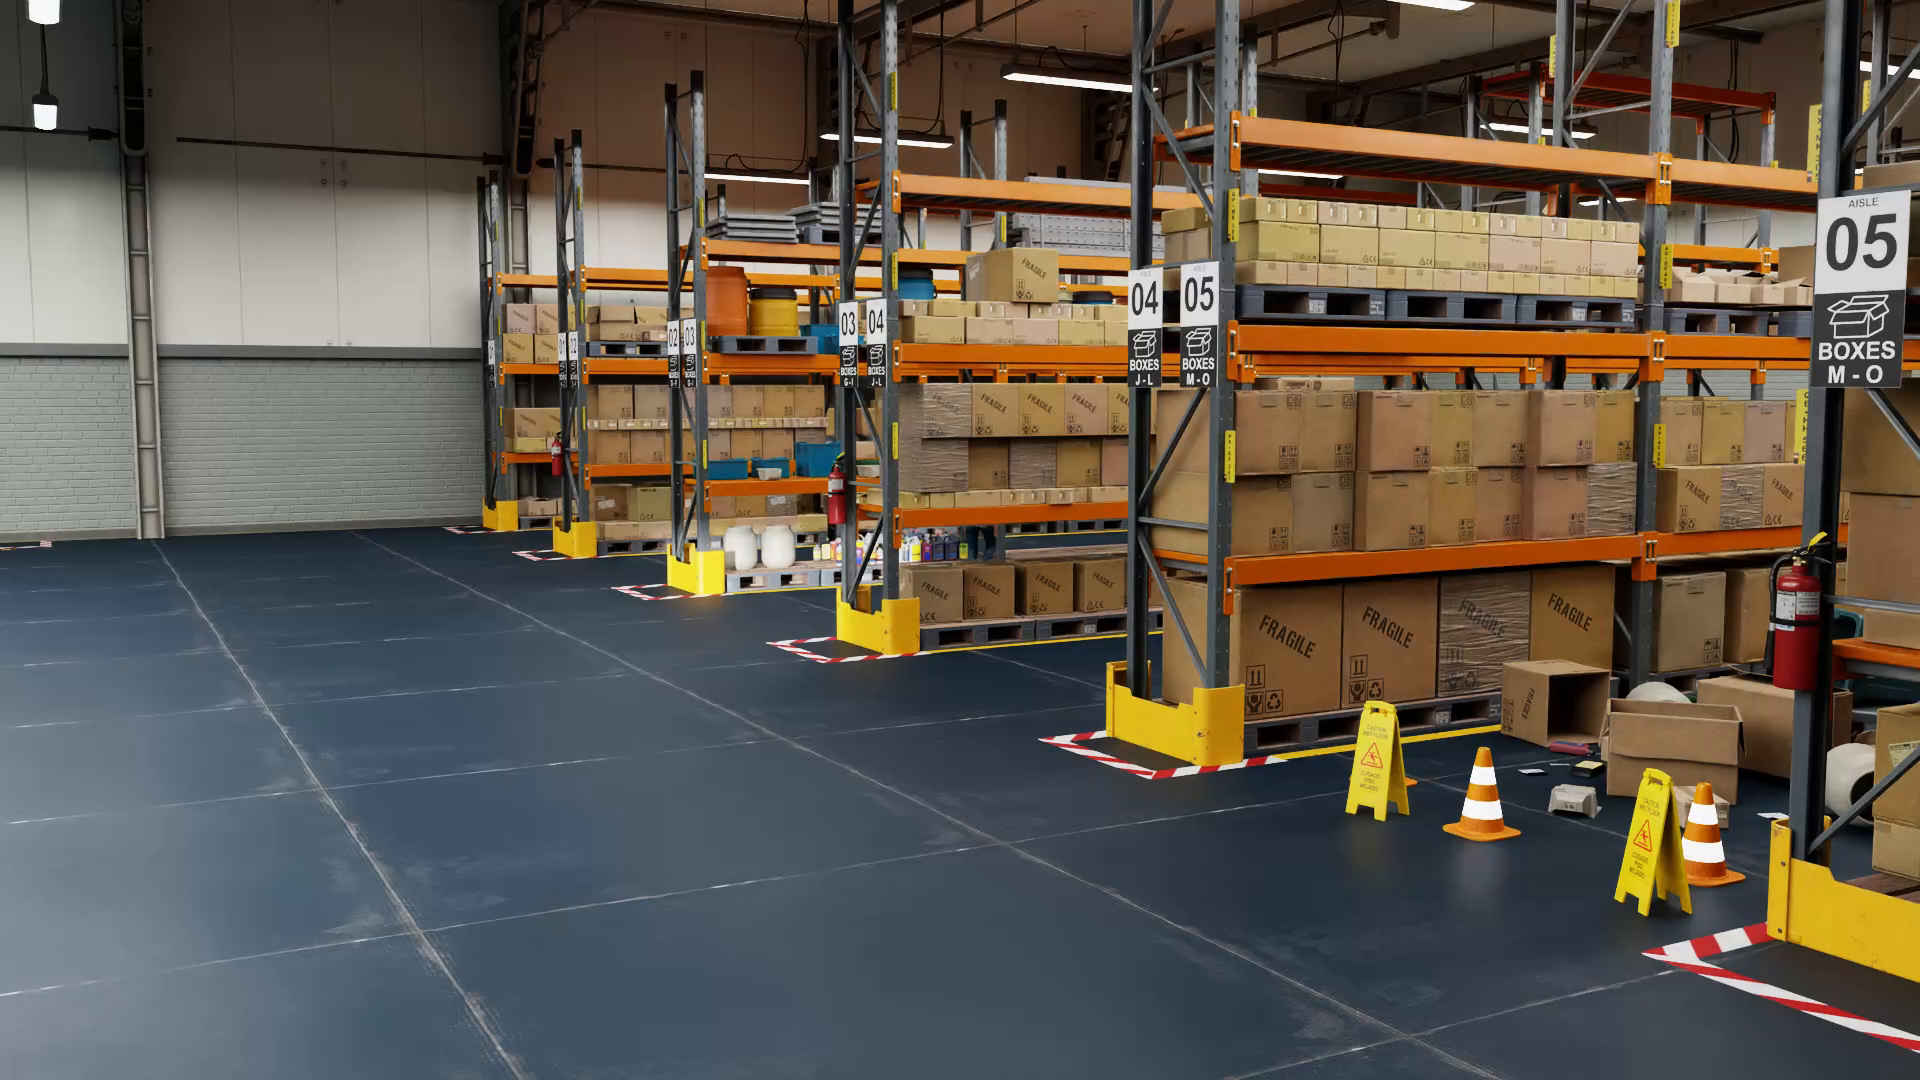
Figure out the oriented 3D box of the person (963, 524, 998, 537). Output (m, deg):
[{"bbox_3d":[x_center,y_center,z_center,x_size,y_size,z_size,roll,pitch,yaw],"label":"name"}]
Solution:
[{"bbox_3d":[0.234,-0.178,19.467,0.449,1.607,0.344,1,5,8],"label":"person"}]
